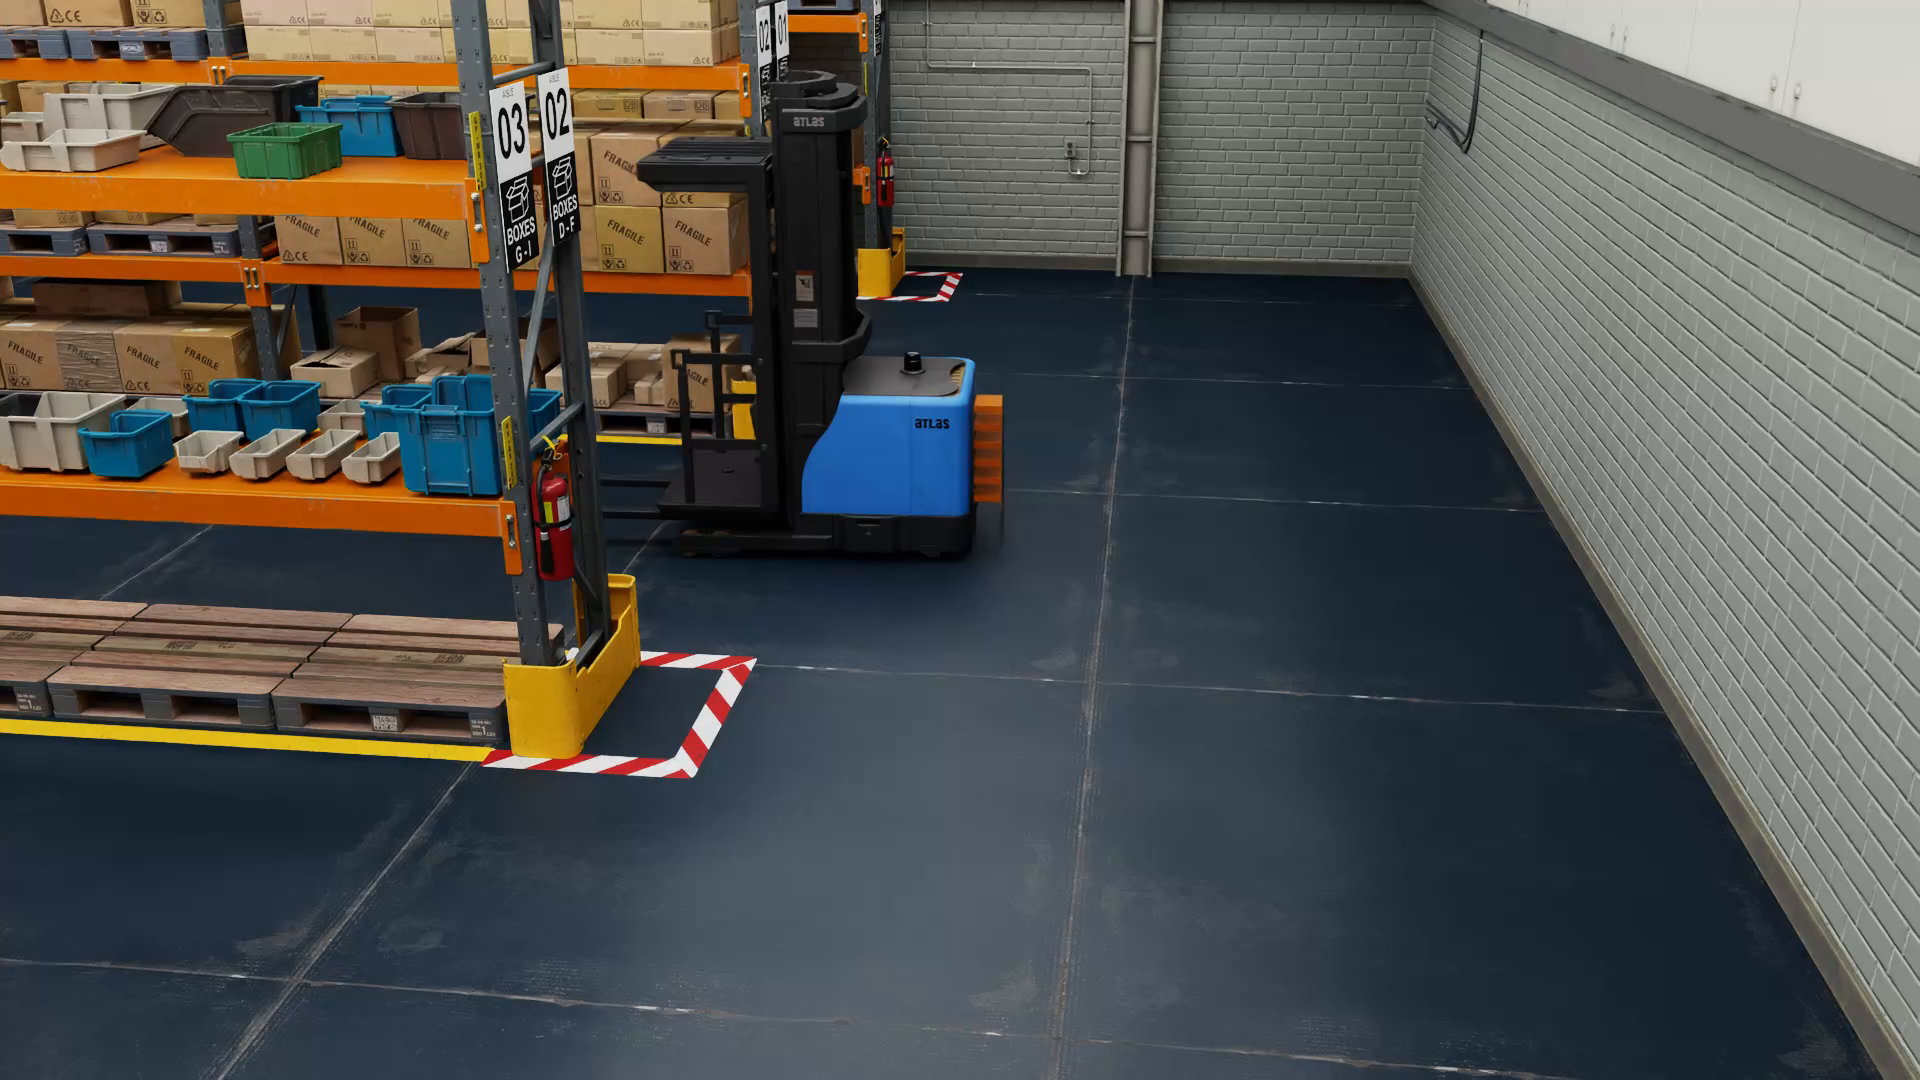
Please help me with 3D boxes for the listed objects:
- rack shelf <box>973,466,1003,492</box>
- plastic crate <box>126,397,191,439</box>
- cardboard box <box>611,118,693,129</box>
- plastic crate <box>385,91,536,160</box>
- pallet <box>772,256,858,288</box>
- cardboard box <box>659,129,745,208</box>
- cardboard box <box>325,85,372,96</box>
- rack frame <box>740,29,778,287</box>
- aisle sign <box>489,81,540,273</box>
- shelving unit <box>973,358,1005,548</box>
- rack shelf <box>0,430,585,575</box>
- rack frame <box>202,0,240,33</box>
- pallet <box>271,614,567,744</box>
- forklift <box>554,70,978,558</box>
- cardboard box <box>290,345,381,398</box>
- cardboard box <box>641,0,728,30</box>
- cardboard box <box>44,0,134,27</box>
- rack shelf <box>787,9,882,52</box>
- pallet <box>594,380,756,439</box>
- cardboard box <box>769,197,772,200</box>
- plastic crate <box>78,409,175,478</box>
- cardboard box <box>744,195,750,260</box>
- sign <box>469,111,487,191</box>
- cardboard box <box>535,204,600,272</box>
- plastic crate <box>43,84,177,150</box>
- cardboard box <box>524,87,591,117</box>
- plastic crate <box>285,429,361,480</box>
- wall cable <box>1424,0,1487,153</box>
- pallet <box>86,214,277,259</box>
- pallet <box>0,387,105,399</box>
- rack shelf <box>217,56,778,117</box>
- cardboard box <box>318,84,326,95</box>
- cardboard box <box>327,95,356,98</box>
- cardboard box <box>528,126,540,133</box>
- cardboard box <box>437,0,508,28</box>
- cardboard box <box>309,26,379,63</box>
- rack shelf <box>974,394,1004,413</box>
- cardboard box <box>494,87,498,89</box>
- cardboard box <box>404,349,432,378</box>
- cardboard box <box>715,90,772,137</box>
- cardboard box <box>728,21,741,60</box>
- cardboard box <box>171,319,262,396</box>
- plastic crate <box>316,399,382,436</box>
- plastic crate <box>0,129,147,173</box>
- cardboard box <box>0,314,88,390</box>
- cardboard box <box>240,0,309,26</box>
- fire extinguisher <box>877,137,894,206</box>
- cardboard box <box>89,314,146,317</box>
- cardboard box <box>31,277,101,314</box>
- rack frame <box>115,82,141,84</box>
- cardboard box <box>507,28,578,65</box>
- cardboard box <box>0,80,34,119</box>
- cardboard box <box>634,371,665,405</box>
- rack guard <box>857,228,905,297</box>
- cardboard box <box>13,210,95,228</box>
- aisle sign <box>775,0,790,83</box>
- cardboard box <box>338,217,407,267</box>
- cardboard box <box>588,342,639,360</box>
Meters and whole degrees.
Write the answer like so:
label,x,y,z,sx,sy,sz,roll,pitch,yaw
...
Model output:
label,x,y,z,sx,sy,sz,roll,pitch,yaw
rack shelf,0.184,-0.401,10.769,0.180,0.103,0.258,1,22,4
plastic crate,-4.232,-0.640,8.755,0.466,0.136,0.293,2,22,6
cardboard box,-2.367,-2.982,12.907,0.500,0.500,0.500,3,22,7
plastic crate,-2.374,-1.979,7.965,0.590,0.269,0.497,2,22,6
pallet,-1.661,-2.853,17.870,1.213,0.211,1.003,2,22,6
cardboard box,-1.912,-2.765,12.359,0.500,0.500,0.500,2,22,6
cardboard box,-6.338,-4.834,17.500,0.500,0.250,0.500,3,22,7
rack frame,-1.437,-2.335,12.766,0.127,3.000,1.000,2,22,6
aisle sign,-1.987,-1.626,7.436,0.004,0.787,0.394,2,22,6
shelving unit,0.184,-0.554,10.708,0.189,1.200,0.258,1,22,4
rack shelf,-4.010,-0.279,8.544,4.000,0.370,1.077,2,22,6
rack frame,-5.410,-5.298,12.101,0.127,3.000,1.000,2,22,6
pallet,-2.839,0.720,8.831,1.213,0.211,1.003,2,22,6
forklift,-1.416,-1.445,10.608,3.031,2.935,1.130,1,22,4
cardboard box,-5.018,-1.365,13.372,0.500,0.311,0.500,2,22,6
cardboard box,-1.978,-3.822,11.971,0.500,0.250,0.500,2,22,6
cardboard box,-6.568,-4.261,12.714,0.600,0.600,0.600,2,22,6
rack shelf,-2.844,-5.291,17.141,4.000,0.370,1.077,2,22,6
pallet,-2.305,-1.076,13.374,1.213,0.211,1.003,2,22,6
cardboard box,-2.169,-3.572,17.842,0.250,0.149,0.380,3,22,7
plastic crate,-4.094,-0.472,8.200,0.300,0.233,0.416,2,22,6
cardboard box,-1.847,-2.497,13.040,0.500,0.500,0.500,3,22,7
sign,-2.073,-1.672,7.150,0.005,0.325,0.100,2,22,6
cardboard box,-2.925,-2.346,12.659,0.500,0.500,0.500,3,22,7
plastic crate,-4.189,-2.075,8.190,0.530,0.282,0.437,2,22,6
cardboard box,-4.294,-4.427,17.650,0.700,0.700,0.980,3,22,7
plastic crate,-3.141,-0.419,8.197,0.243,0.136,0.396,2,22,6
wall cable,4.716,-5.115,15.860,0.112,2.526,3.097,2,22,6
pallet,-6.190,-2.493,13.428,1.213,0.211,1.003,2,22,6
pallet,-7.437,-1.285,13.902,1.213,0.211,1.003,2,22,6
rack shelf,-3.424,-3.482,12.566,4.000,0.370,1.077,2,22,6
cardboard box,-6.844,-4.856,17.555,0.500,0.250,0.500,2,22,5
cardboard box,-6.324,-4.482,17.630,0.500,0.500,0.500,3,22,6
cardboard box,-3.439,-2.830,12.522,0.500,0.500,0.500,3,22,8
cardboard box,-3.468,-3.886,12.133,0.500,0.250,0.500,2,22,6
cardboard box,-4.460,-3.699,12.340,0.500,0.250,0.500,2,22,6
rack shelf,0.184,-0.847,10.592,0.180,0.103,0.258,1,22,4
cardboard box,-5.257,-4.975,17.856,0.500,0.250,0.500,3,22,8
cardboard box,-4.431,-1.472,13.861,0.250,0.149,0.380,2,22,6
cardboard box,-2.090,-4.329,17.402,0.700,0.700,0.980,2,22,6
cardboard box,-1.918,-3.775,12.534,0.500,0.250,0.500,2,22,6
cardboard box,-5.933,-1.467,13.372,0.500,0.500,0.500,2,22,6
plastic crate,-3.213,-0.636,8.747,0.298,0.136,0.250,2,22,6
plastic crate,-4.105,-1.798,7.686,0.530,0.136,0.437,2,22,6
cardboard box,-7.427,-1.535,13.543,0.500,0.500,0.500,2,22,4
cardboard box,-4.956,-3.954,12.306,0.500,0.250,0.500,2,22,6
fire extinguisher,-0.763,-3.759,16.982,0.183,0.674,0.296,2,22,6
cardboard box,-6.888,-1.704,13.971,0.500,0.500,0.500,3,22,7
cardboard box,-7.353,-2.074,13.887,0.500,0.250,0.500,2,22,5
rack frame,-8.803,-4.490,18.217,0.127,3.000,1.000,2,22,6
cardboard box,-2.972,-3.629,12.163,0.500,0.250,0.500,2,22,6
cardboard box,-10.510,-4.804,18.276,0.500,0.500,0.700,2,22,6
cardboard box,-2.398,-1.206,13.166,0.250,0.166,0.380,2,22,6
rack guard,-0.834,-2.980,17.799,0.348,0.500,1.175,2,22,6
cardboard box,-7.171,-2.804,13.245,0.500,0.500,0.700,-3,22,-7
aisle sign,-1.335,-3.648,12.552,0.004,0.787,0.394,2,22,6
cardboard box,-4.427,-2.412,12.825,0.500,0.500,0.500,3,22,7
cardboard box,-2.937,-1.431,13.622,0.500,0.250,0.500,2,22,6
